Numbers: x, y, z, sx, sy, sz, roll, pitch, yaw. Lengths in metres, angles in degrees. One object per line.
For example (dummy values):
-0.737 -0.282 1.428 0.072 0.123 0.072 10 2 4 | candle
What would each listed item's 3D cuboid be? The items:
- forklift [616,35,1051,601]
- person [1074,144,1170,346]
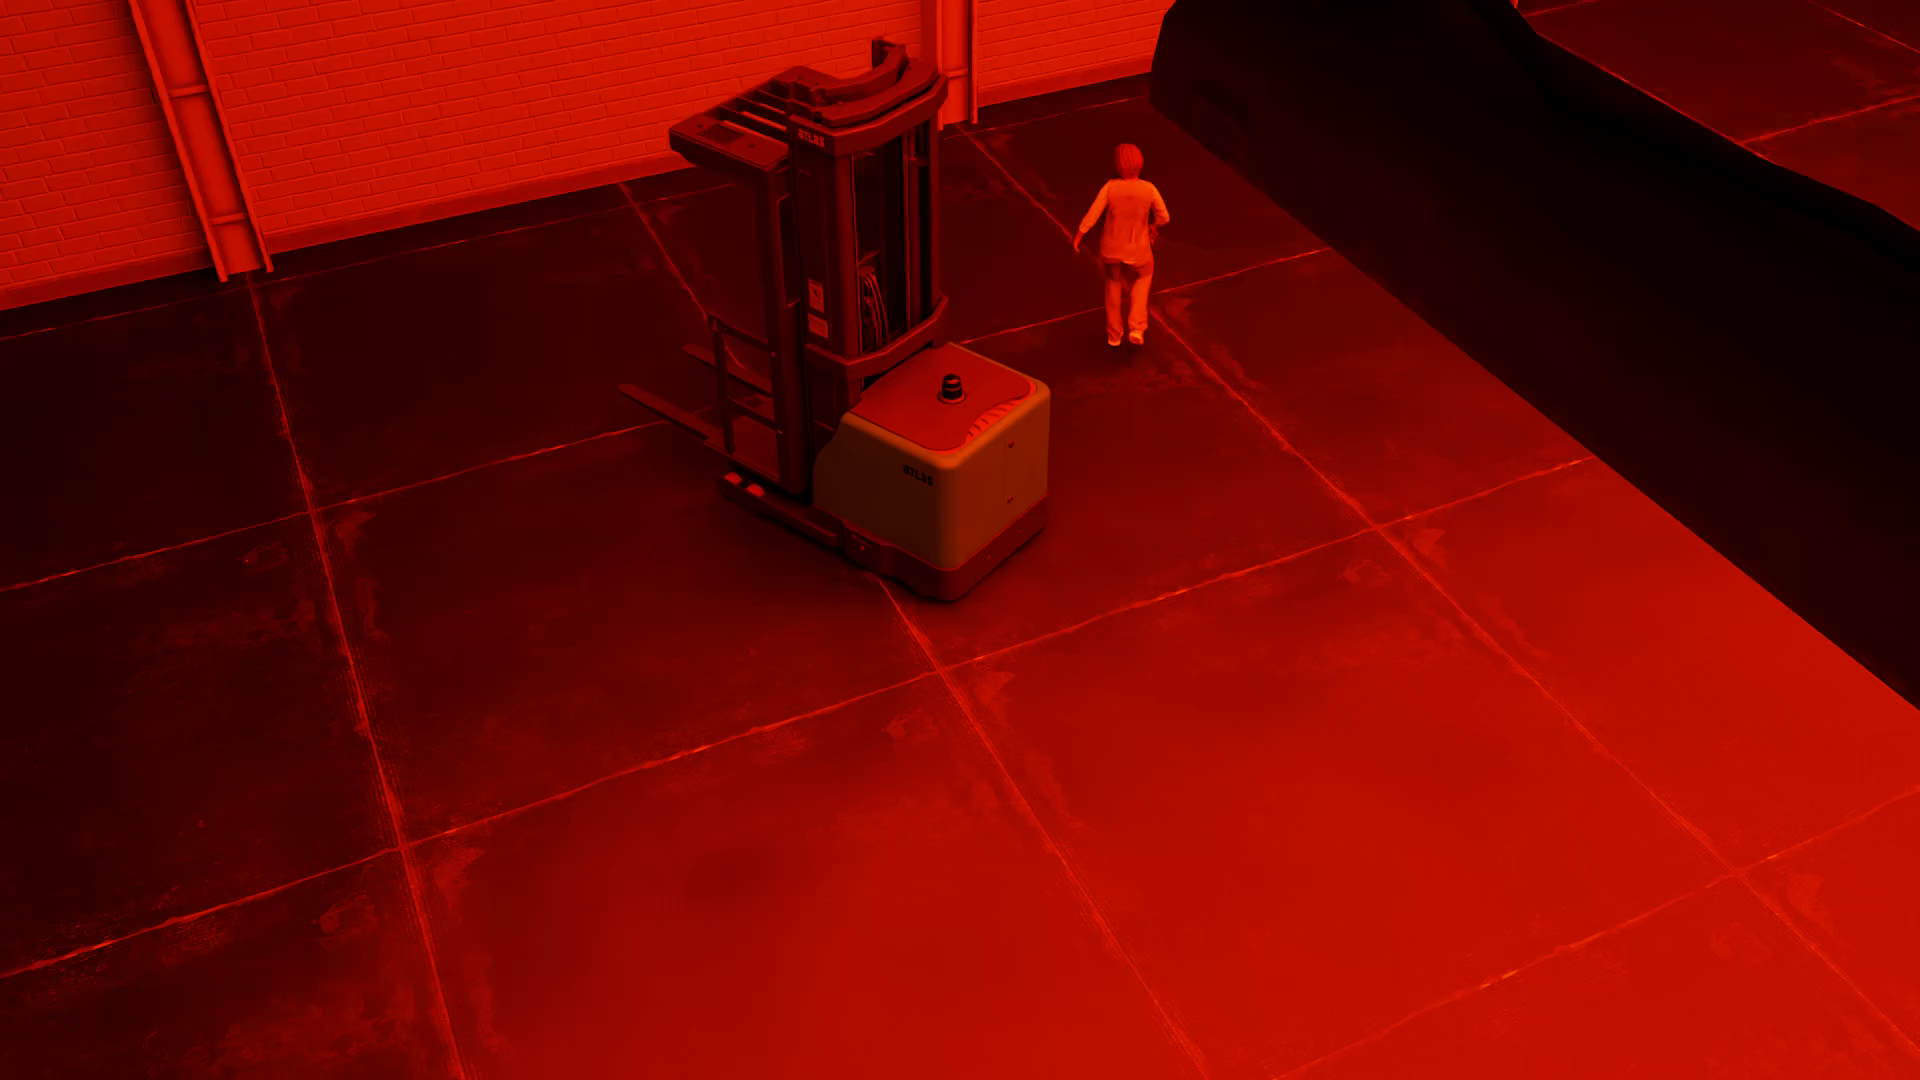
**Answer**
-0.922 -1.550 9.873 3.031 2.935 1.130 27 47 28 | forklift
1.114 -2.040 11.533 0.647 1.568 0.425 8 41 10 | person
